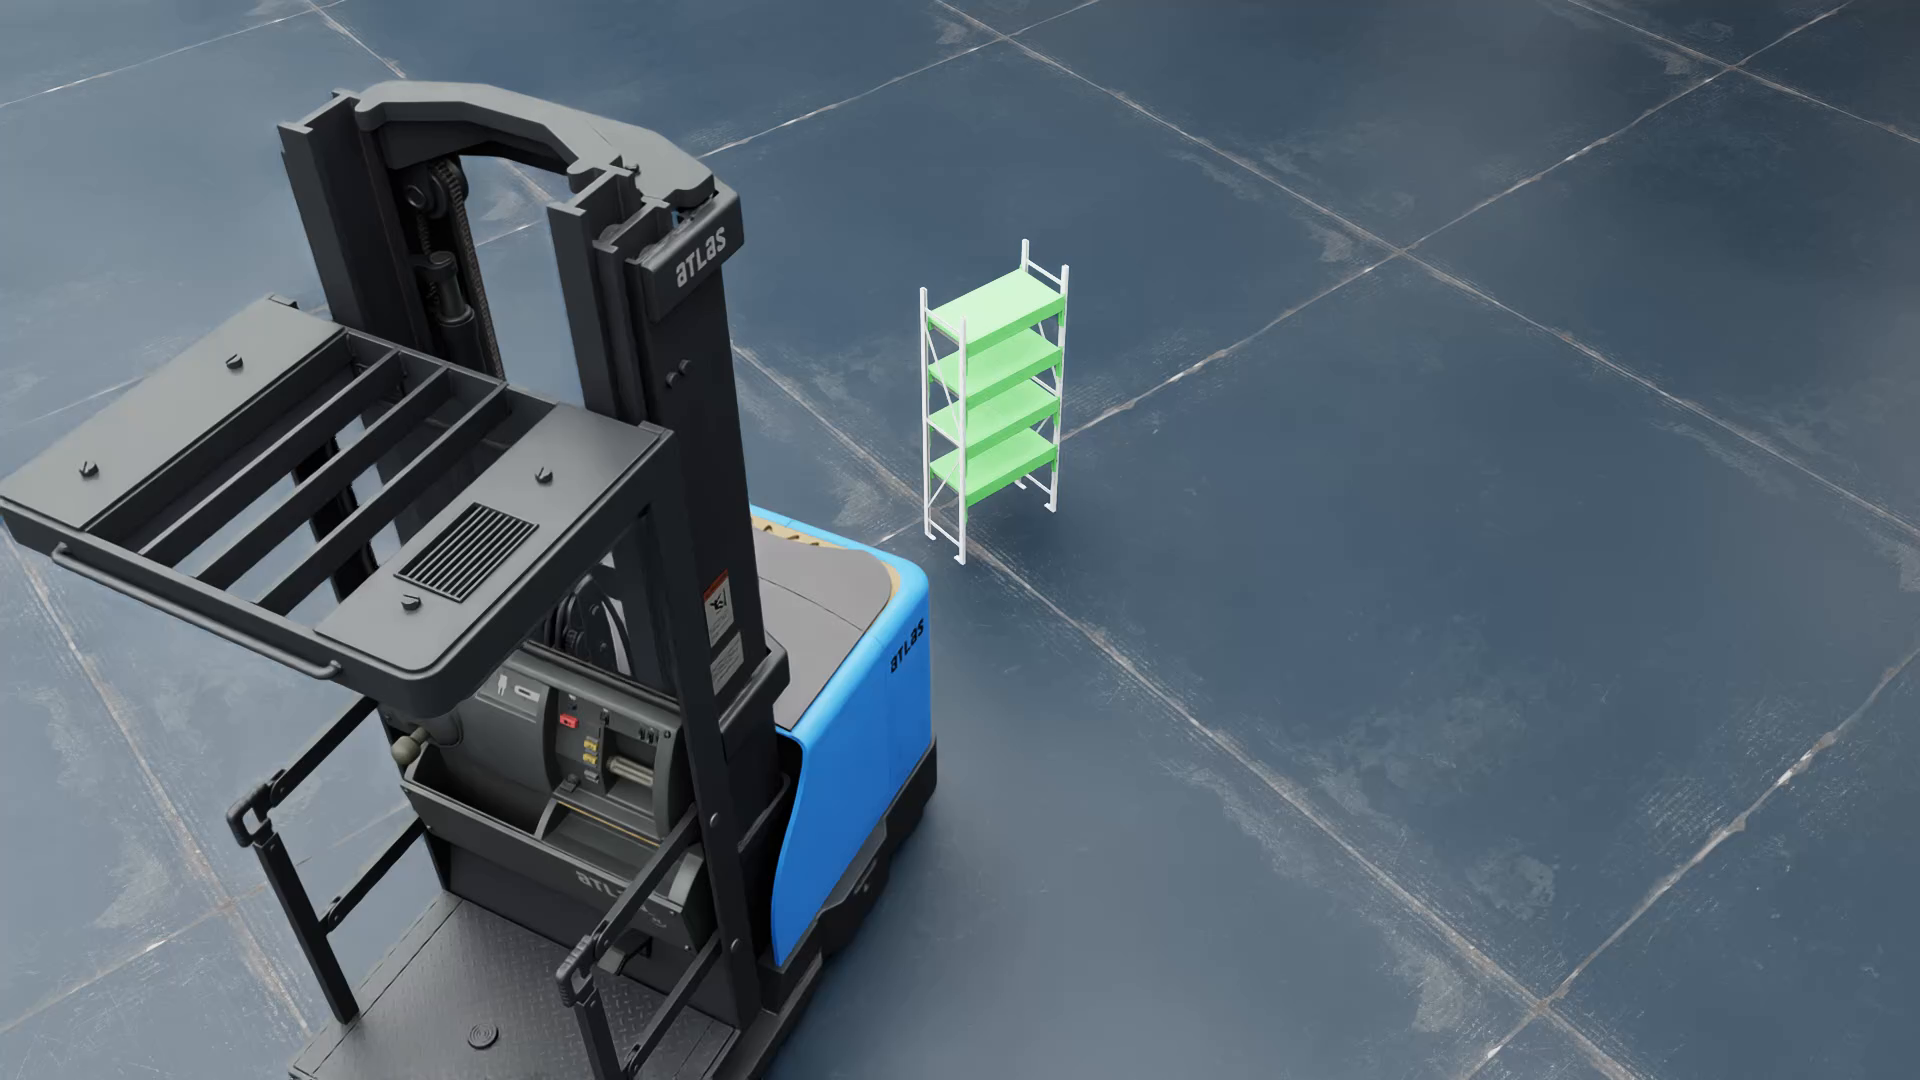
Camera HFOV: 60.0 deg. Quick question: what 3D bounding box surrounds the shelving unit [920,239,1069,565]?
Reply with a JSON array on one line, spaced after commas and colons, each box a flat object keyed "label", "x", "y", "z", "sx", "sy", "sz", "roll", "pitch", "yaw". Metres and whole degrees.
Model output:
[{"label": "shelving unit", "x": 0.127, "y": -0.510, "z": 6.417, "sx": 0.503, "sy": 1.200, "sz": 0.258, "roll": -30, "pitch": 51, "yaw": -28}]

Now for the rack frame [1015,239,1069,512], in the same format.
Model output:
[{"label": "rack frame", "x": 0.314, "y": -0.617, "z": 6.531, "sx": 0.015, "sy": 1.200, "sz": 0.240, "roll": -30, "pitch": 51, "yaw": -28}]

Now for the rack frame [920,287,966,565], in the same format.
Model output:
[{"label": "rack frame", "x": -0.060, "y": -0.403, "z": 6.303, "sx": 0.015, "sy": 1.200, "sz": 0.240, "roll": -30, "pitch": 51, "yaw": -28}]

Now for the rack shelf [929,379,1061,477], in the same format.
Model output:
[{"label": "rack shelf", "x": 0.127, "y": -0.463, "z": 6.460, "sx": 0.480, "sy": 0.148, "sz": 0.258, "roll": -30, "pitch": 51, "yaw": -28}]

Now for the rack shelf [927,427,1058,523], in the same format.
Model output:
[{"label": "rack shelf", "x": 0.127, "y": -0.289, "z": 6.625, "sx": 0.480, "sy": 0.148, "sz": 0.258, "roll": -30, "pitch": 51, "yaw": -28}]

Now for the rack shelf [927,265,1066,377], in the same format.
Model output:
[{"label": "rack shelf", "x": 0.127, "y": -0.813, "z": 6.132, "sx": 0.480, "sy": 0.148, "sz": 0.258, "roll": -30, "pitch": 51, "yaw": -28}]

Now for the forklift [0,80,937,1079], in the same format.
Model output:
[{"label": "forklift", "x": -1.196, "y": 0.548, "z": 4.025, "sx": 1.130, "sy": 2.935, "sz": 3.031, "roll": 19, "pitch": 46, "yaw": 19}]

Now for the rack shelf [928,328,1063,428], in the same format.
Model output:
[{"label": "rack shelf", "x": 0.127, "y": -0.638, "z": 6.296, "sx": 0.480, "sy": 0.148, "sz": 0.258, "roll": -30, "pitch": 51, "yaw": -28}]
